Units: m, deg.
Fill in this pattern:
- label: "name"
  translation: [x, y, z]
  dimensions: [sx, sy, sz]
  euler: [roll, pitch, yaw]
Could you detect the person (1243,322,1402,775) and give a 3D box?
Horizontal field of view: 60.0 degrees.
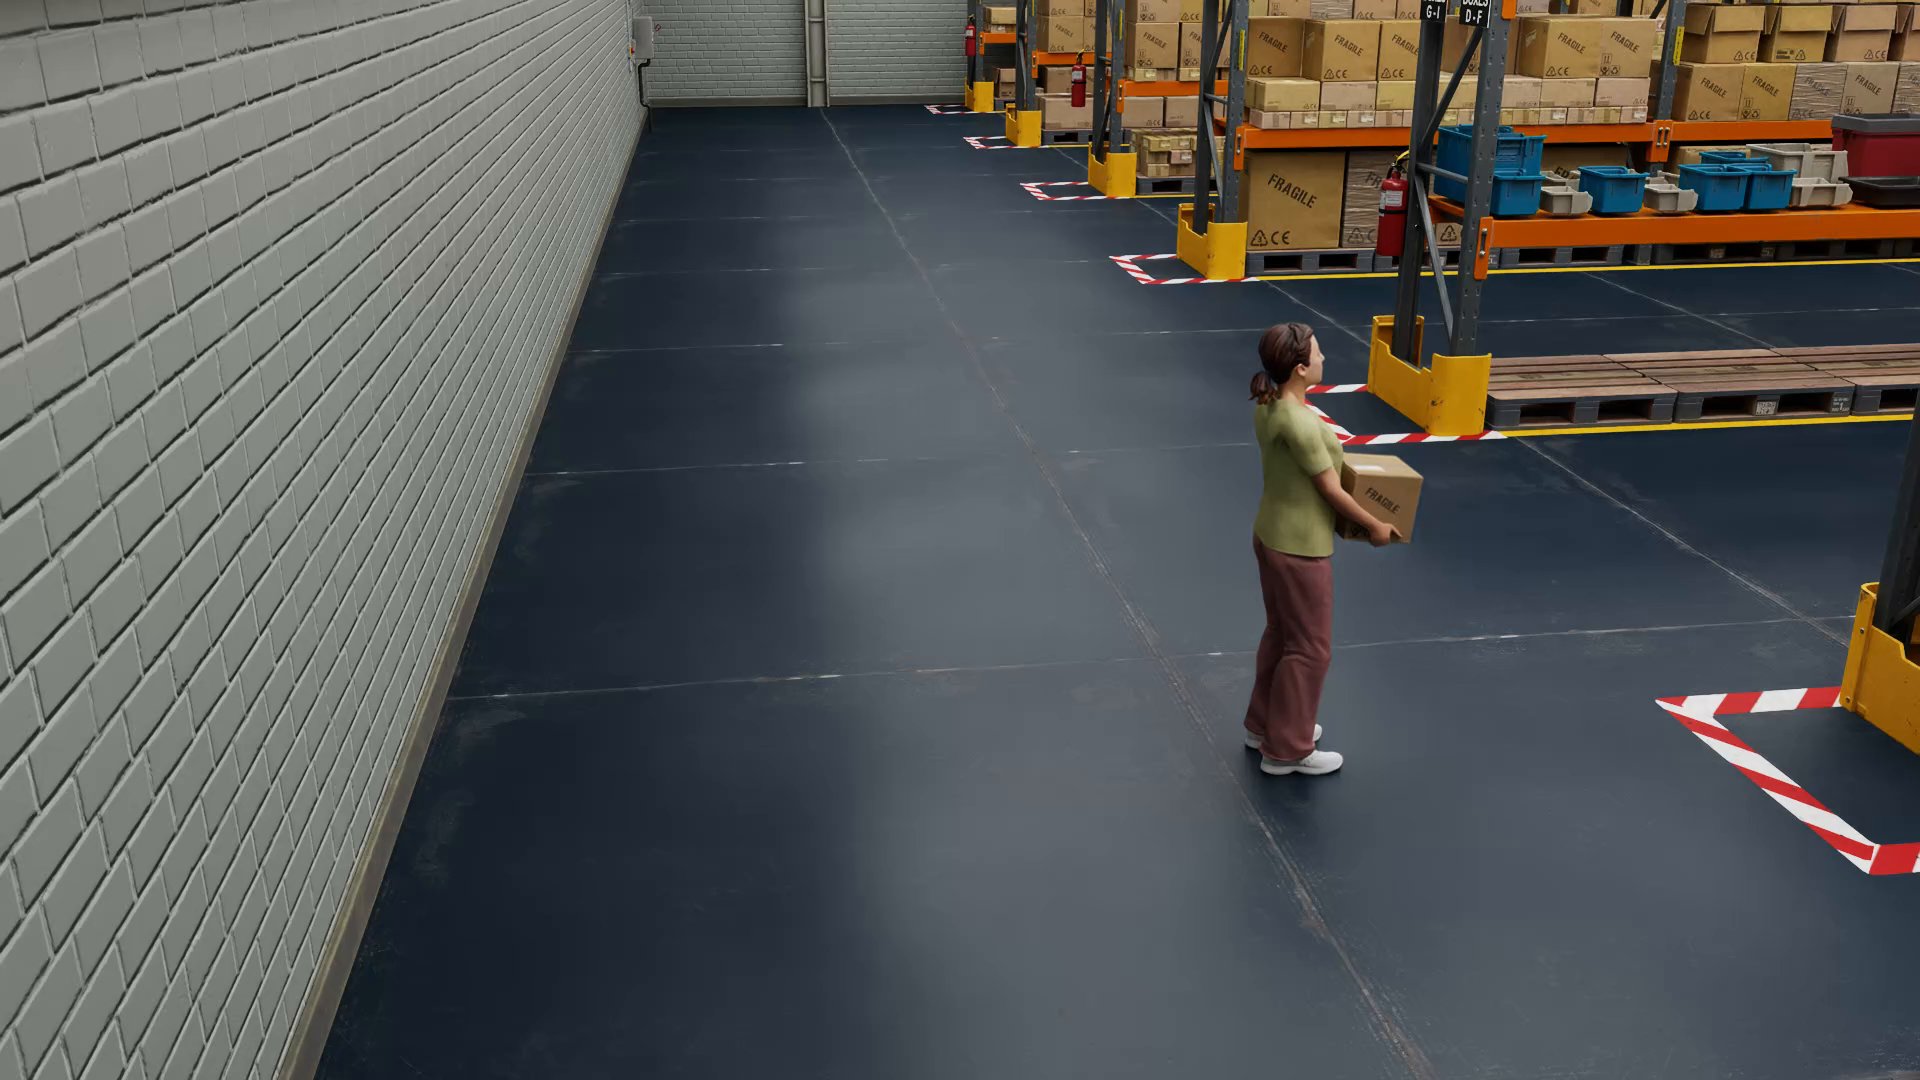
- label: "person"
  translation: [1.278, 0.031, 6.015]
  dimensions: [0.538, 1.656, 0.431]
  euler: [-3, 20, -8]
